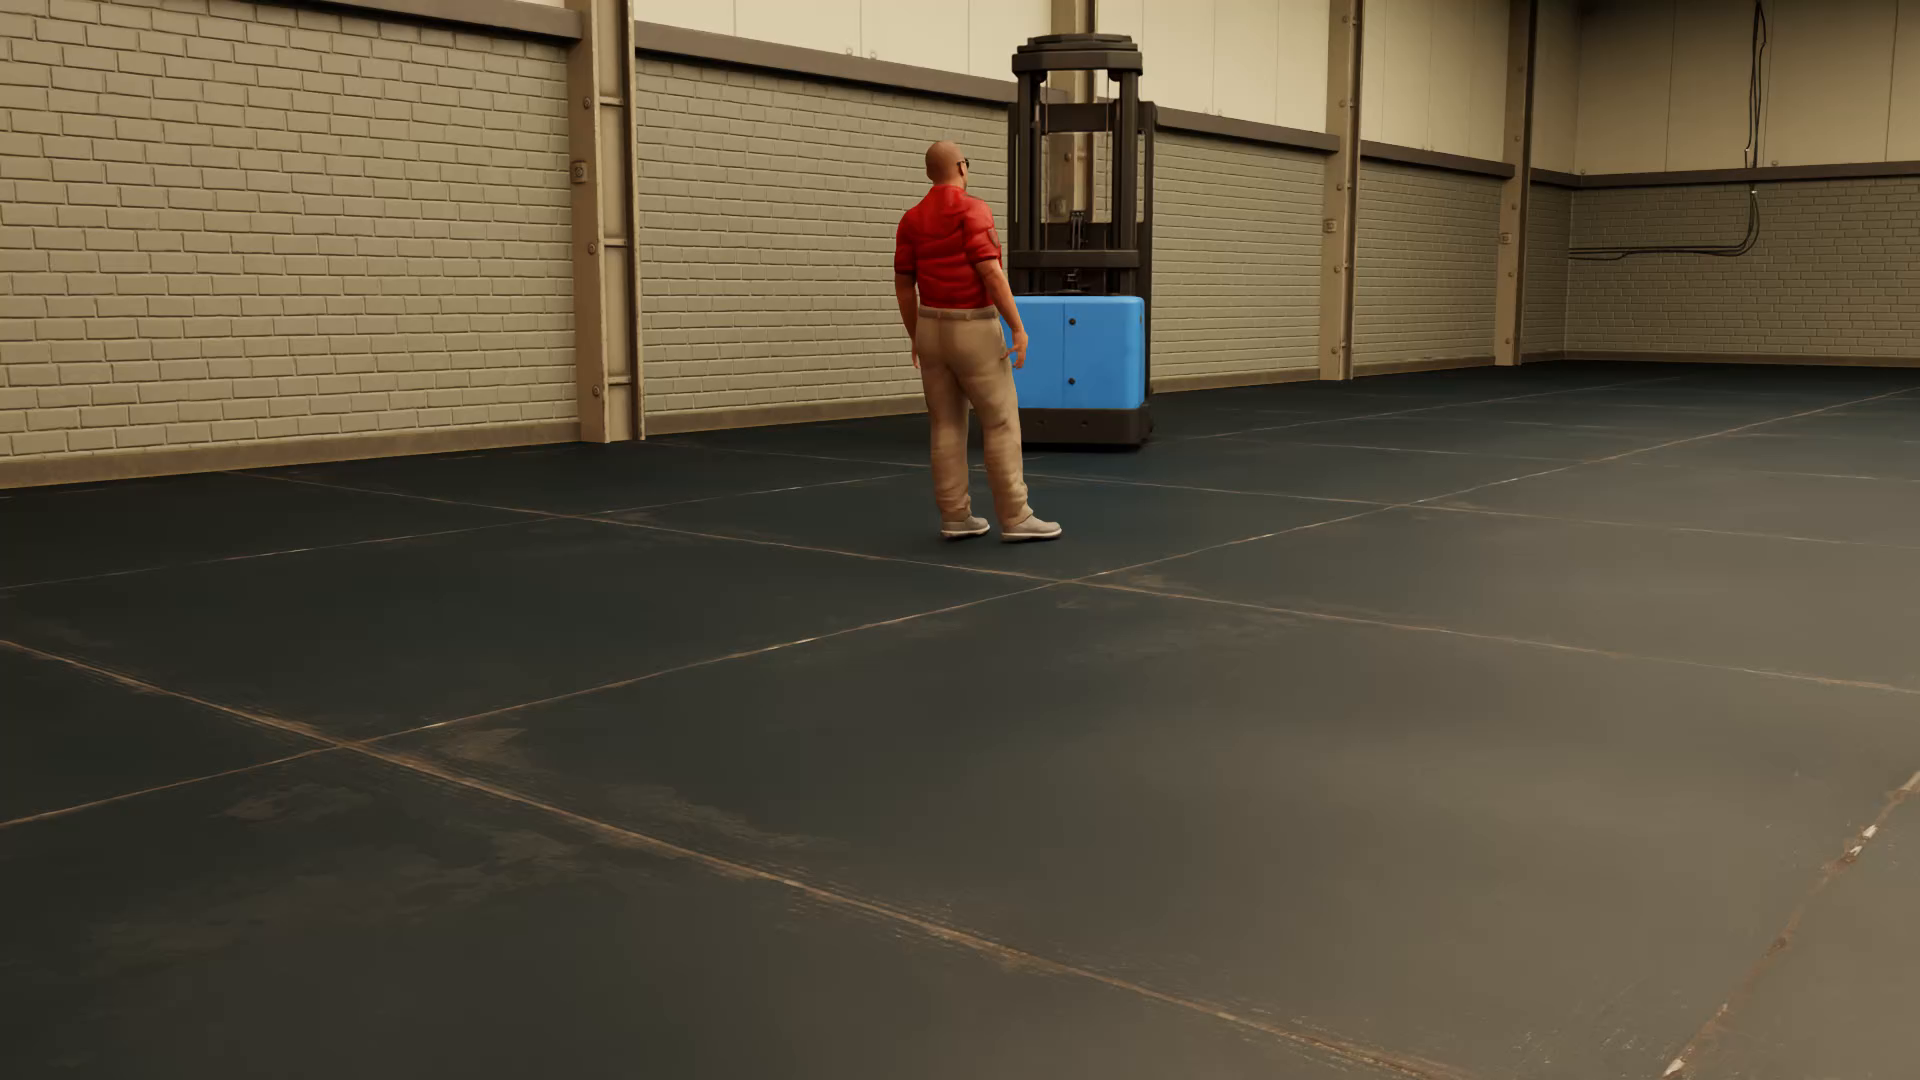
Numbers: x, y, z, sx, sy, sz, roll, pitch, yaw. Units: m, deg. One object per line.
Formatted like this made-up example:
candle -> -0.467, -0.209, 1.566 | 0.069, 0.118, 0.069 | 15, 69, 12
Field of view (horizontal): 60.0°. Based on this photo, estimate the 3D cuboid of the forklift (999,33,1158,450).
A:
forklift -> 0.936, -2.261, 12.733 | 1.130, 2.935, 3.031 | 1, 8, 9

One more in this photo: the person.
person -> 0.066, -0.871, 7.340 | 0.640, 1.727, 0.551 | 7, 11, 38
